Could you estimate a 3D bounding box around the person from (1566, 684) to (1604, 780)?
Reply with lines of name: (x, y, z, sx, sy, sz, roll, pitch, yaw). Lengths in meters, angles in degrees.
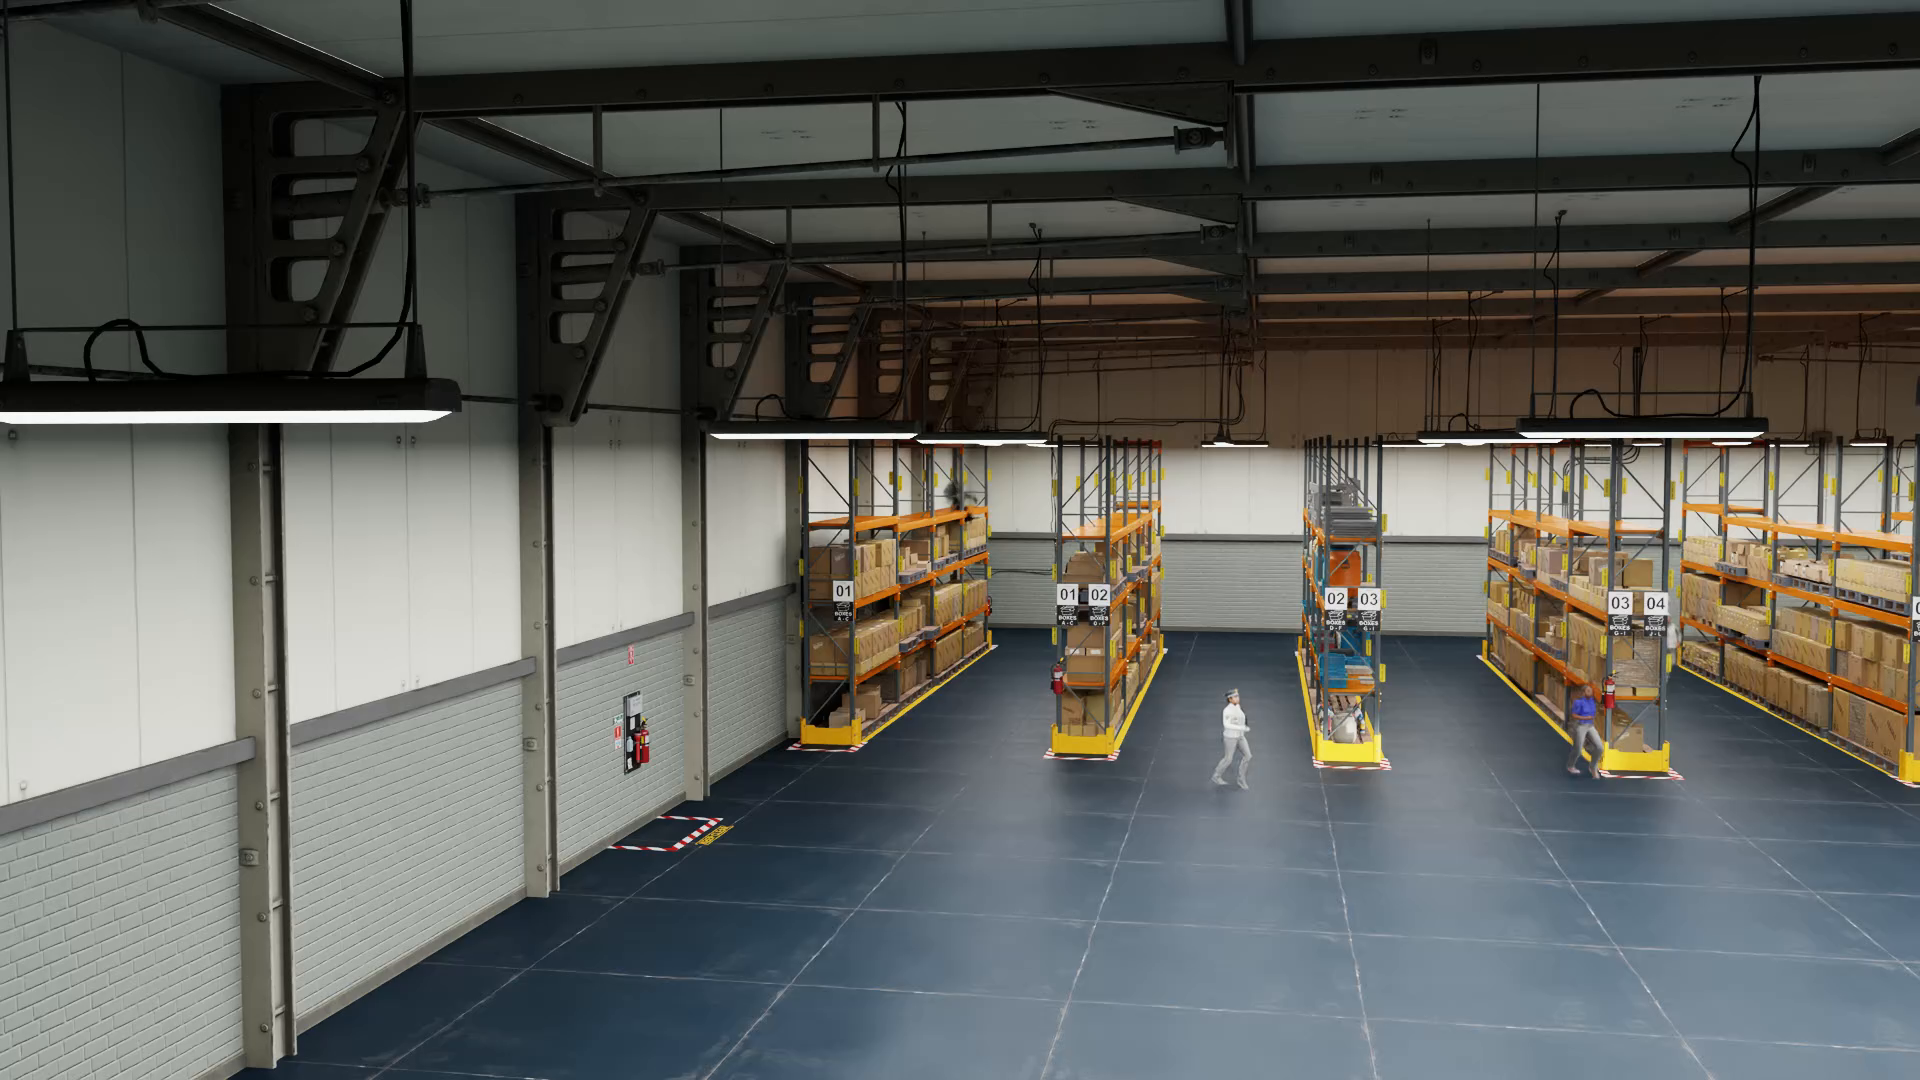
person: (10.913, 3.354, 29.057, 0.597, 1.655, 0.789, -1, 3, -16)

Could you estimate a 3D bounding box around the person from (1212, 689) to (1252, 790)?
person: (4.609, 3.367, 28.109, 0.714, 1.740, 0.612, 3, 4, 42)

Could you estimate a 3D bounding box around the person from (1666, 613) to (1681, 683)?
person: (17.424, 2.649, 40.951, 0.666, 1.737, 0.528, 1, 3, 15)
